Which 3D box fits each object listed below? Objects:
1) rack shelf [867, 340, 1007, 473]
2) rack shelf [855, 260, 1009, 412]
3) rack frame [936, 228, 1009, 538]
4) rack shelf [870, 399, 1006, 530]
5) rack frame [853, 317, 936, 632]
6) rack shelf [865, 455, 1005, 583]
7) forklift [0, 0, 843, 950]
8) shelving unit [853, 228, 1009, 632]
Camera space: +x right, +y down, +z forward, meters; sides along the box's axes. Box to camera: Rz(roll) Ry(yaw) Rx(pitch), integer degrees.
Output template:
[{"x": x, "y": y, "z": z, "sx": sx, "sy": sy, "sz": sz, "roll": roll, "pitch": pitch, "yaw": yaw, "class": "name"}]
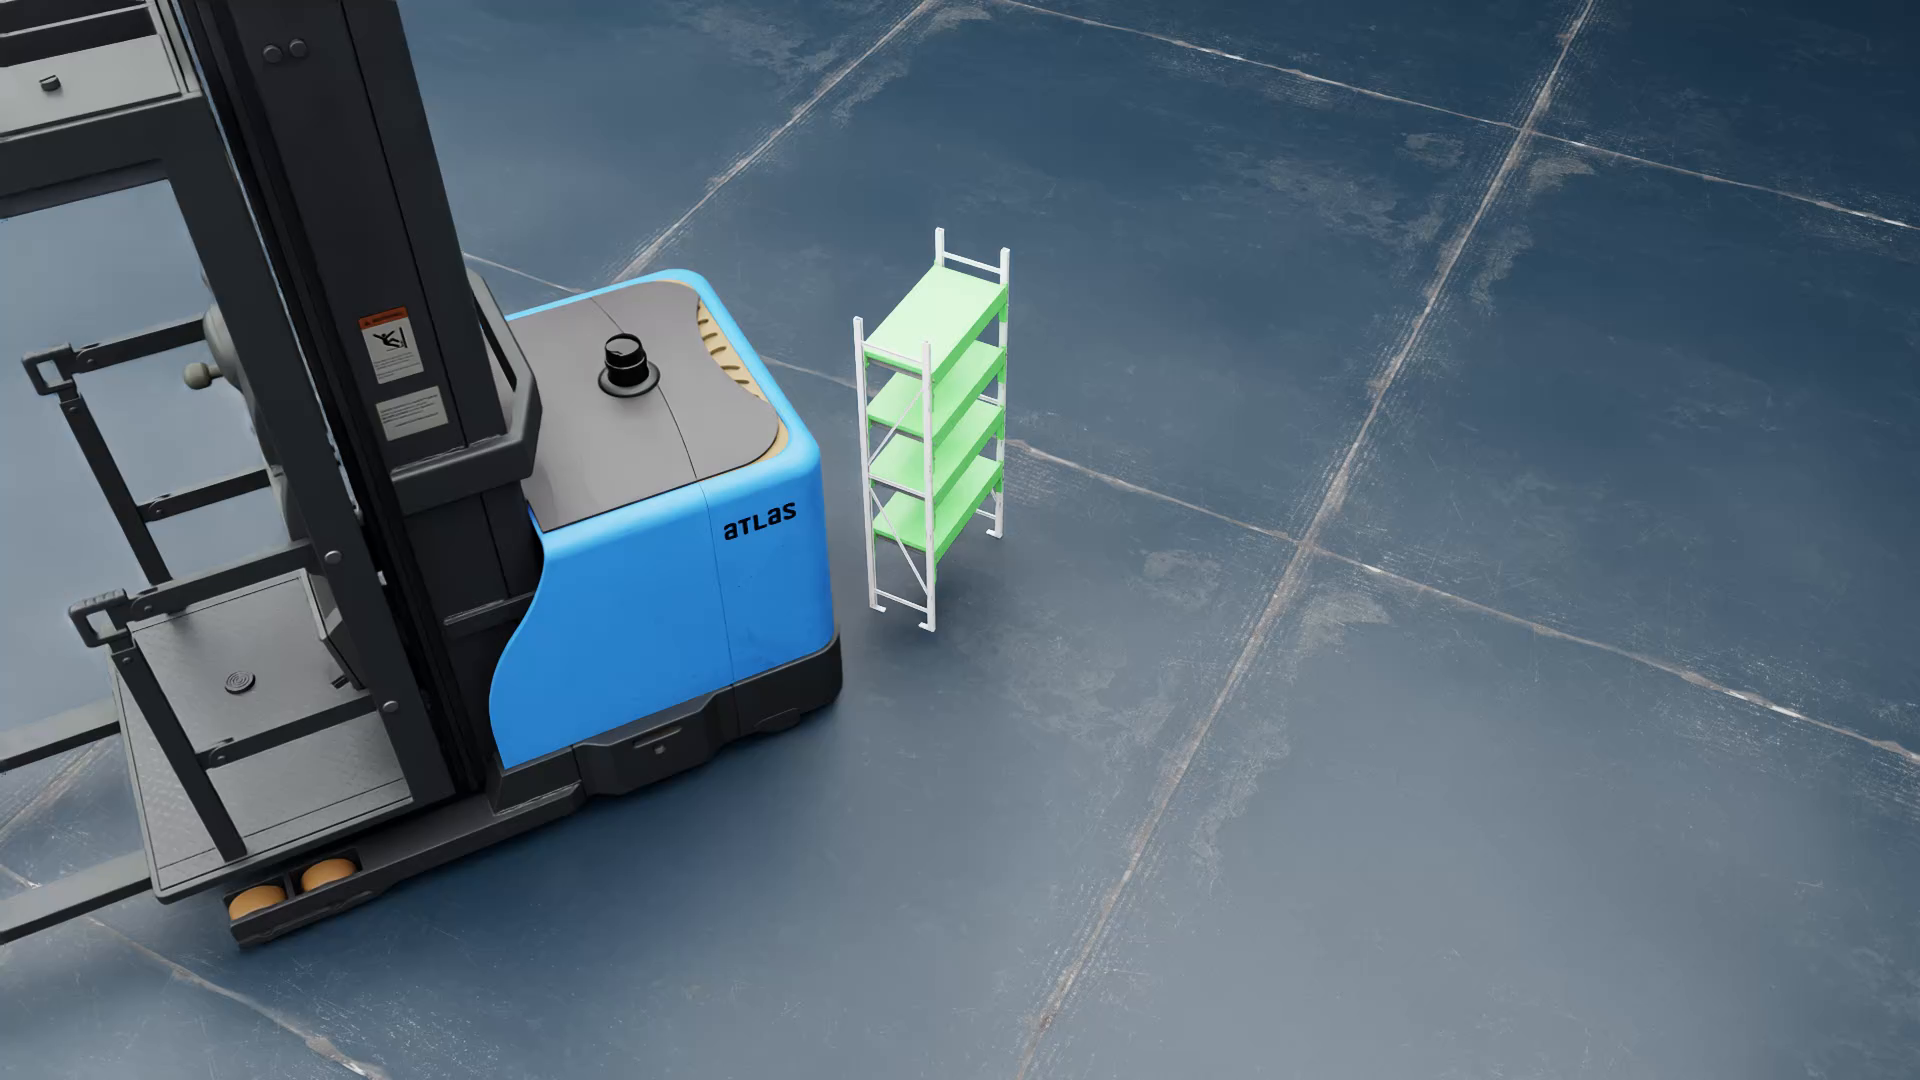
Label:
[{"x": -0.077, "y": -0.441, "z": 5.095, "sx": 0.258, "sy": 0.148, "sz": 0.480, "roll": 20, "pitch": 49, "yaw": 19, "class": "rack shelf"}, {"x": -0.077, "y": -0.610, "z": 4.924, "sx": 0.258, "sy": 0.148, "sz": 0.480, "roll": 20, "pitch": 49, "yaw": 19, "class": "rack shelf"}, {"x": 0.036, "y": -0.471, "z": 5.372, "sx": 0.240, "sy": 1.200, "sz": 0.015, "roll": 20, "pitch": 49, "yaw": 19, "class": "rack frame"}, {"x": -0.077, "y": -0.273, "z": 5.266, "sx": 0.258, "sy": 0.148, "sz": 0.480, "roll": 20, "pitch": 49, "yaw": 19, "class": "rack shelf"}, {"x": -0.190, "y": -0.164, "z": 5.068, "sx": 0.240, "sy": 1.200, "sz": 0.015, "roll": 20, "pitch": 49, "yaw": 19, "class": "rack frame"}, {"x": -0.077, "y": -0.104, "z": 5.436, "sx": 0.258, "sy": 0.148, "sz": 0.480, "roll": 20, "pitch": 49, "yaw": 19, "class": "rack shelf"}, {"x": -1.916, "y": -0.342, "z": 4.027, "sx": 3.031, "sy": 2.935, "sz": 1.130, "roll": -20, "pitch": 49, "yaw": -19, "class": "forklift"}, {"x": -0.077, "y": -0.317, "z": 5.220, "sx": 0.258, "sy": 1.200, "sz": 0.503, "roll": 20, "pitch": 49, "yaw": 19, "class": "shelving unit"}]
